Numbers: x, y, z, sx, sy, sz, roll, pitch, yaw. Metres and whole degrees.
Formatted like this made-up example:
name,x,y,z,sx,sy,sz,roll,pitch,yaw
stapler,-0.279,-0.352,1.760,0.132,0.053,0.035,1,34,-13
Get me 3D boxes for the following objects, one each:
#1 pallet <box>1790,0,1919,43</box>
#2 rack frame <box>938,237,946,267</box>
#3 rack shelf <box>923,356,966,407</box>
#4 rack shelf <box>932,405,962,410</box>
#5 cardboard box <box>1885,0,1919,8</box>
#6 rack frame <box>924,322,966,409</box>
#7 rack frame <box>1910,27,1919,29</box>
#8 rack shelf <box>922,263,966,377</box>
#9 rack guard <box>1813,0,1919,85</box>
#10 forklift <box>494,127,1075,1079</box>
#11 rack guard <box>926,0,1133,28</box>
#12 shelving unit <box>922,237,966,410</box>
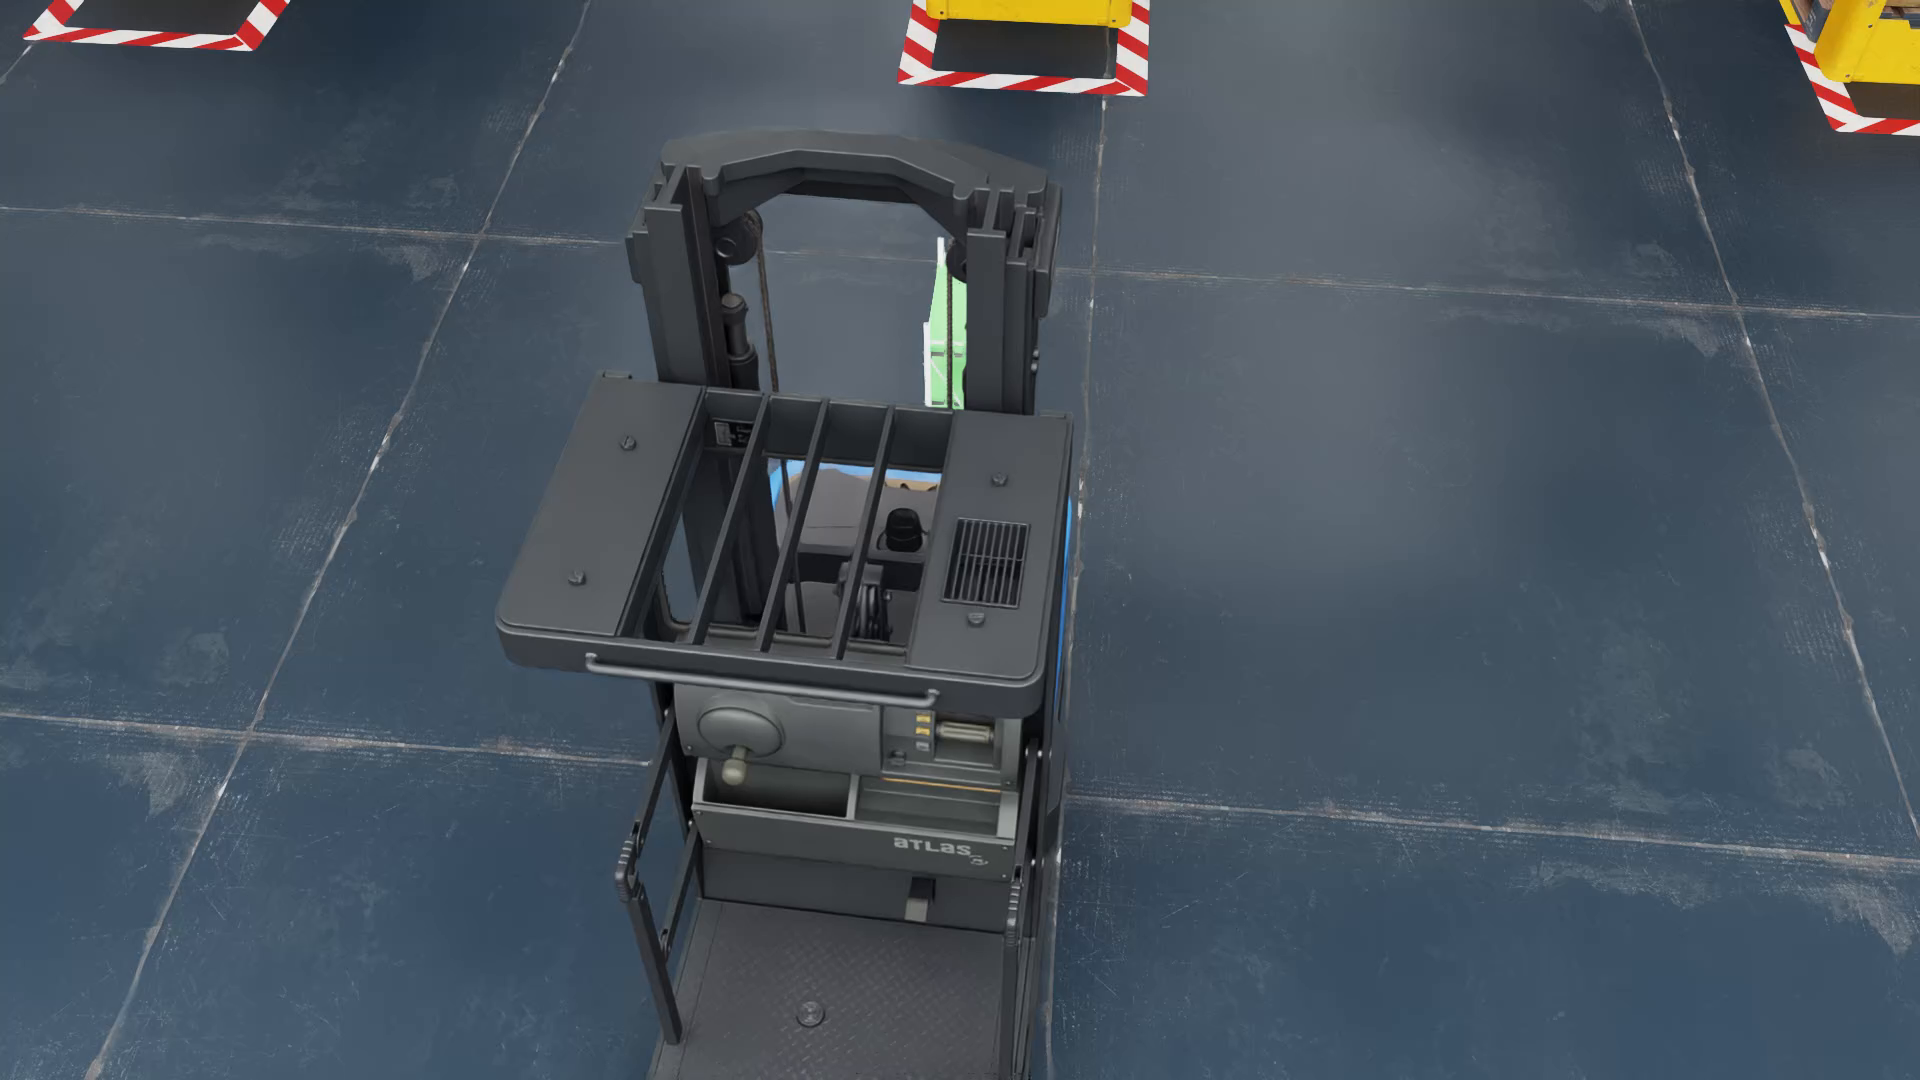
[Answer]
name,x,y,z,sx,sy,sz,roll,pitch,yaw
pallet,5.317,-3.269,9.623,1.003,0.211,1.213,4,48,4
rack frame,0.037,-0.706,6.608,0.240,1.200,0.015,4,48,4
rack shelf,0.015,-0.645,6.314,0.258,0.148,0.480,4,48,4
rack shelf,0.015,-0.483,6.492,0.258,0.148,0.480,4,48,4
cardboard box,5.318,-3.544,9.140,0.875,0.875,0.875,4,48,4
rack frame,-0.007,-0.347,6.280,0.240,1.200,0.015,4,48,4
rack frame,5.322,-3.617,8.051,1.000,3.000,0.127,4,48,4
rack shelf,0.015,-0.807,6.137,0.258,0.148,0.480,4,48,4
rack guard,5.320,-2.756,8.958,1.175,0.500,0.348,4,48,4
forklift,-0.324,0.583,4.256,1.130,2.935,3.031,6,48,5
rack guard,0.399,-3.237,9.398,1.175,0.500,0.348,4,48,4
shelving unit,0.015,-0.527,6.444,0.258,1.200,0.503,4,48,4
